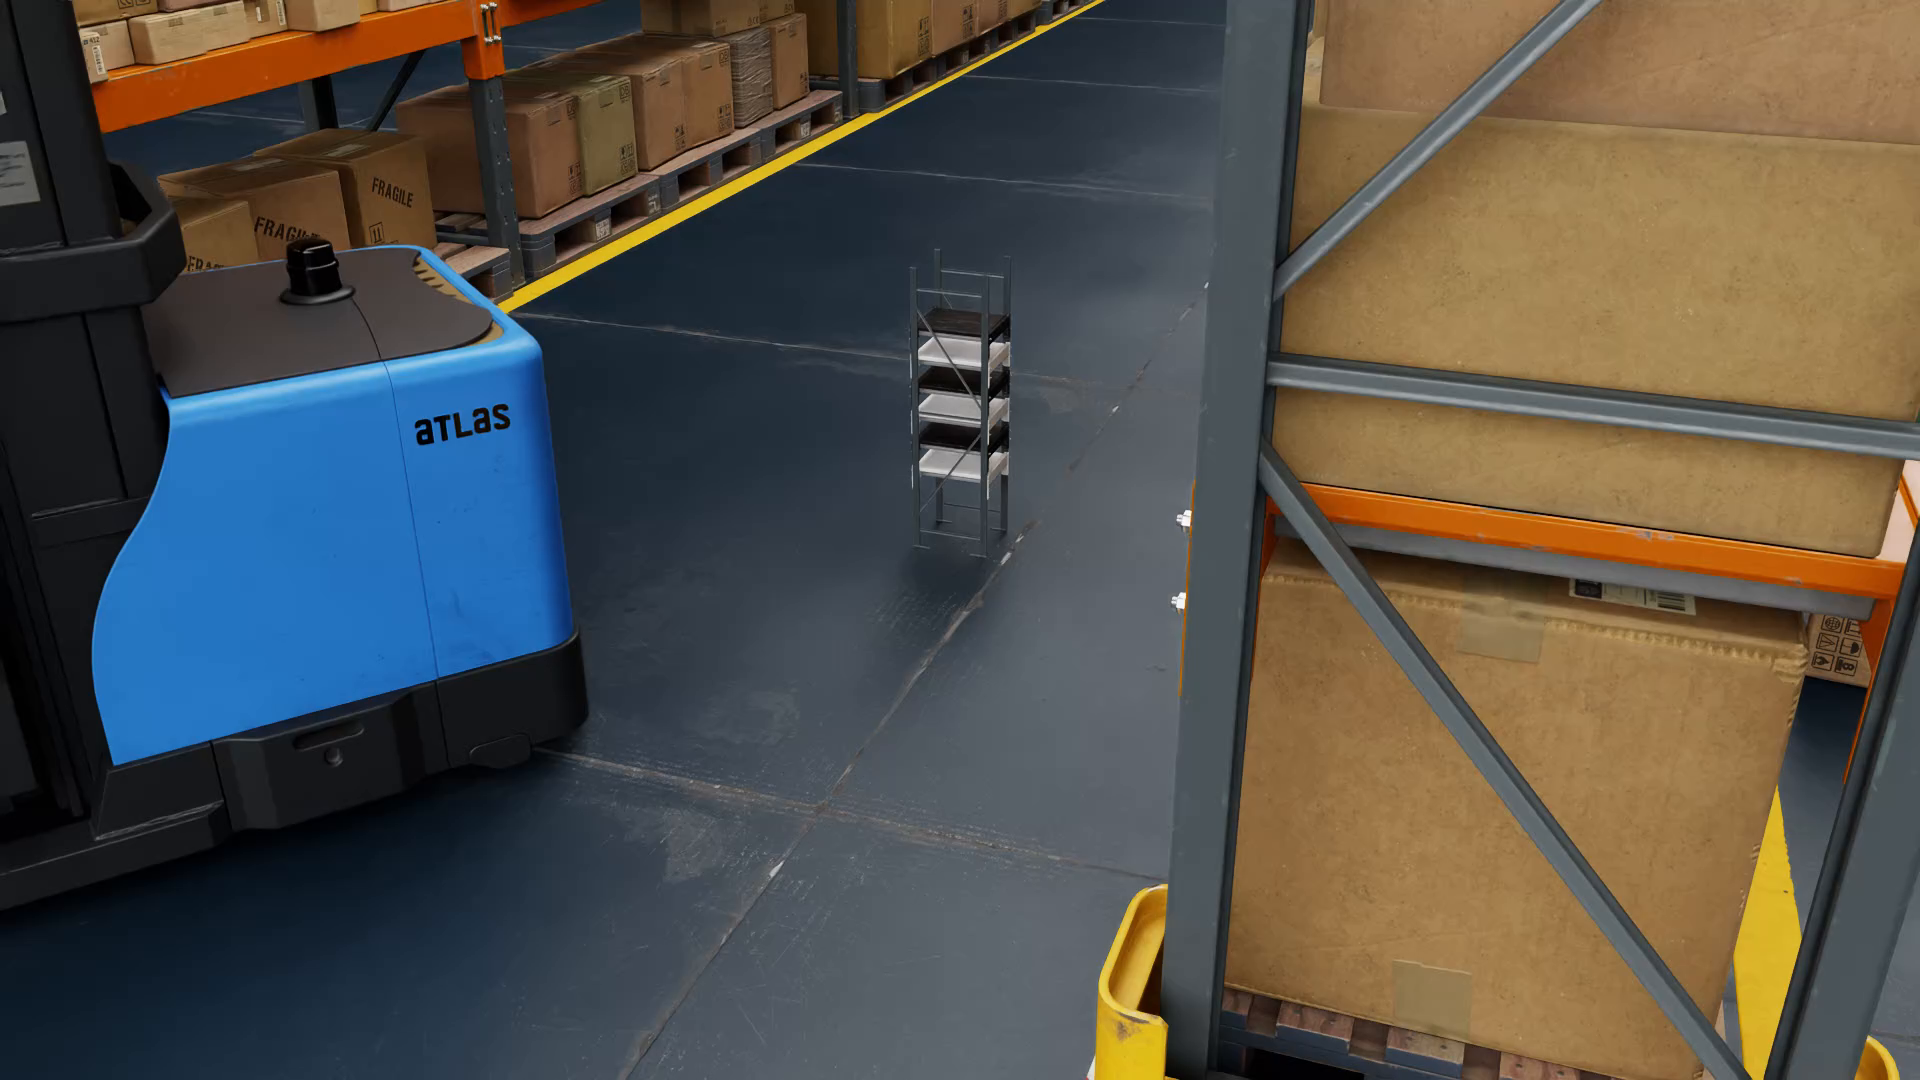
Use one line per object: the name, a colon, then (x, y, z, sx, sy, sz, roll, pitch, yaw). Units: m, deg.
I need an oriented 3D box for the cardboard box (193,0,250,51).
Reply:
cardboard box: (-2.751, -1.822, 5.859, 0.380, 0.149, 0.250, 9, 27, 17)

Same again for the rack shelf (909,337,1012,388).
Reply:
rack shelf: (0.003, -0.540, 4.997, 0.258, 0.077, 0.200, 9, 27, 17)

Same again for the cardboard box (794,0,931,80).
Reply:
cardboard box: (-0.914, -3.730, 11.467, 1.225, 0.875, 0.875, 7, 27, 15)

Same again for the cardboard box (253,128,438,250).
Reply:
cardboard box: (-2.665, -1.478, 7.247, 0.500, 0.500, 0.500, 8, 27, 16)

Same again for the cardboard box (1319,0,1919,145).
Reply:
cardboard box: (0.978, -0.868, 2.190, 0.875, 0.550, 0.550, 9, 27, 17)

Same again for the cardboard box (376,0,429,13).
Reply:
cardboard box: (-2.381, -2.227, 6.696, 0.380, 0.149, 0.250, 9, 27, 17)

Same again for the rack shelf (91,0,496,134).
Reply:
rack shelf: (-3.160, -1.427, 5.580, 1.077, 0.370, 4.000, 9, 27, 17)

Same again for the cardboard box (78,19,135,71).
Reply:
cardboard box: (-2.957, -1.623, 5.447, 0.380, 0.149, 0.250, 9, 27, 17)

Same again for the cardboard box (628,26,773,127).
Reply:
cardboard box: (-1.540, -2.781, 9.916, 0.700, 0.500, 0.500, 6, 27, 13)

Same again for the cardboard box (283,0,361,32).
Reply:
cardboard box: (-2.499, -2.014, 6.256, 0.380, 0.149, 0.250, 9, 27, 17)

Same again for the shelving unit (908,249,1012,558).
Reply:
shelving unit: (0.003, -0.408, 5.061, 0.258, 0.900, 0.210, 9, 27, 17)

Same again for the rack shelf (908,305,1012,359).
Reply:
rack shelf: (0.003, -0.621, 4.958, 0.258, 0.077, 0.200, 9, 27, 17)

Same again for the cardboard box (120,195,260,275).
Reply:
cardboard box: (-2.981, -0.975, 6.208, 0.500, 0.500, 0.500, 6, 27, 13)

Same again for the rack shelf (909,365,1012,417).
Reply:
rack shelf: (0.003, -0.459, 5.036, 0.258, 0.077, 0.200, 9, 27, 17)

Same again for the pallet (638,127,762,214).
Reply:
pallet: (-1.832, -2.141, 9.429, 1.003, 0.211, 1.213, 9, 27, 17)

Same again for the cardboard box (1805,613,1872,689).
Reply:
cardboard box: (2.601, 0.099, 4.469, 0.500, 0.500, 0.500, 14, 29, 26)

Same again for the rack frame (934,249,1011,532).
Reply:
rack frame: (0.037, -0.450, 5.147, 0.240, 0.900, 0.006, 9, 27, 17)

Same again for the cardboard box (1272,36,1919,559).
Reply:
cardboard box: (0.899, -0.394, 2.451, 0.875, 0.550, 0.550, 9, 27, 17)

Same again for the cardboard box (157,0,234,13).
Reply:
cardboard box: (-2.973, -2.155, 5.803, 0.875, 0.500, 0.500, 9, 27, 17)

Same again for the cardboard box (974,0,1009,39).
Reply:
cardboard box: (-0.323, -4.460, 12.975, 1.225, 0.875, 0.875, 8, 27, 16)

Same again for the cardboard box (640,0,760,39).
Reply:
cardboard box: (-1.525, -3.128, 9.771, 0.500, 0.250, 0.500, 12, 28, 23)

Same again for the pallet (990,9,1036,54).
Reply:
pallet: (-0.018, -4.277, 13.841, 1.003, 0.211, 1.213, 9, 27, 17)

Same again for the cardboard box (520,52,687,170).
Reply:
cardboard box: (-1.907, -2.318, 8.959, 0.700, 0.500, 0.500, 6, 27, 13)

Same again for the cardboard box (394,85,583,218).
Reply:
cardboard box: (-2.270, -1.895, 8.085, 0.700, 0.500, 0.500, 7, 27, 13)

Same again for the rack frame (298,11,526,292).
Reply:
rack frame: (-2.494, -2.573, 7.121, 1.000, 3.000, 0.127, 9, 27, 17)

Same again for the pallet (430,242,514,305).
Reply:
pallet: (-2.684, -1.036, 7.148, 1.003, 0.211, 1.213, 9, 27, 17)

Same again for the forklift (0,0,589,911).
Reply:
forklift: (-2.456, -0.643, 3.214, 3.031, 2.935, 1.130, -15, 30, -28)

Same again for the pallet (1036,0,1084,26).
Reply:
pallet: (0.495, -4.906, 15.141, 1.003, 0.211, 1.213, 9, 27, 17)

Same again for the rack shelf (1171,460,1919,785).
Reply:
rack shelf: (1.484, -0.666, 4.009, 1.077, 0.370, 4.000, 9, 27, 17)

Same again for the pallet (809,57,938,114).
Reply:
pallet: (-0.830, -3.274, 11.770, 1.003, 0.211, 1.213, 9, 27, 17)
